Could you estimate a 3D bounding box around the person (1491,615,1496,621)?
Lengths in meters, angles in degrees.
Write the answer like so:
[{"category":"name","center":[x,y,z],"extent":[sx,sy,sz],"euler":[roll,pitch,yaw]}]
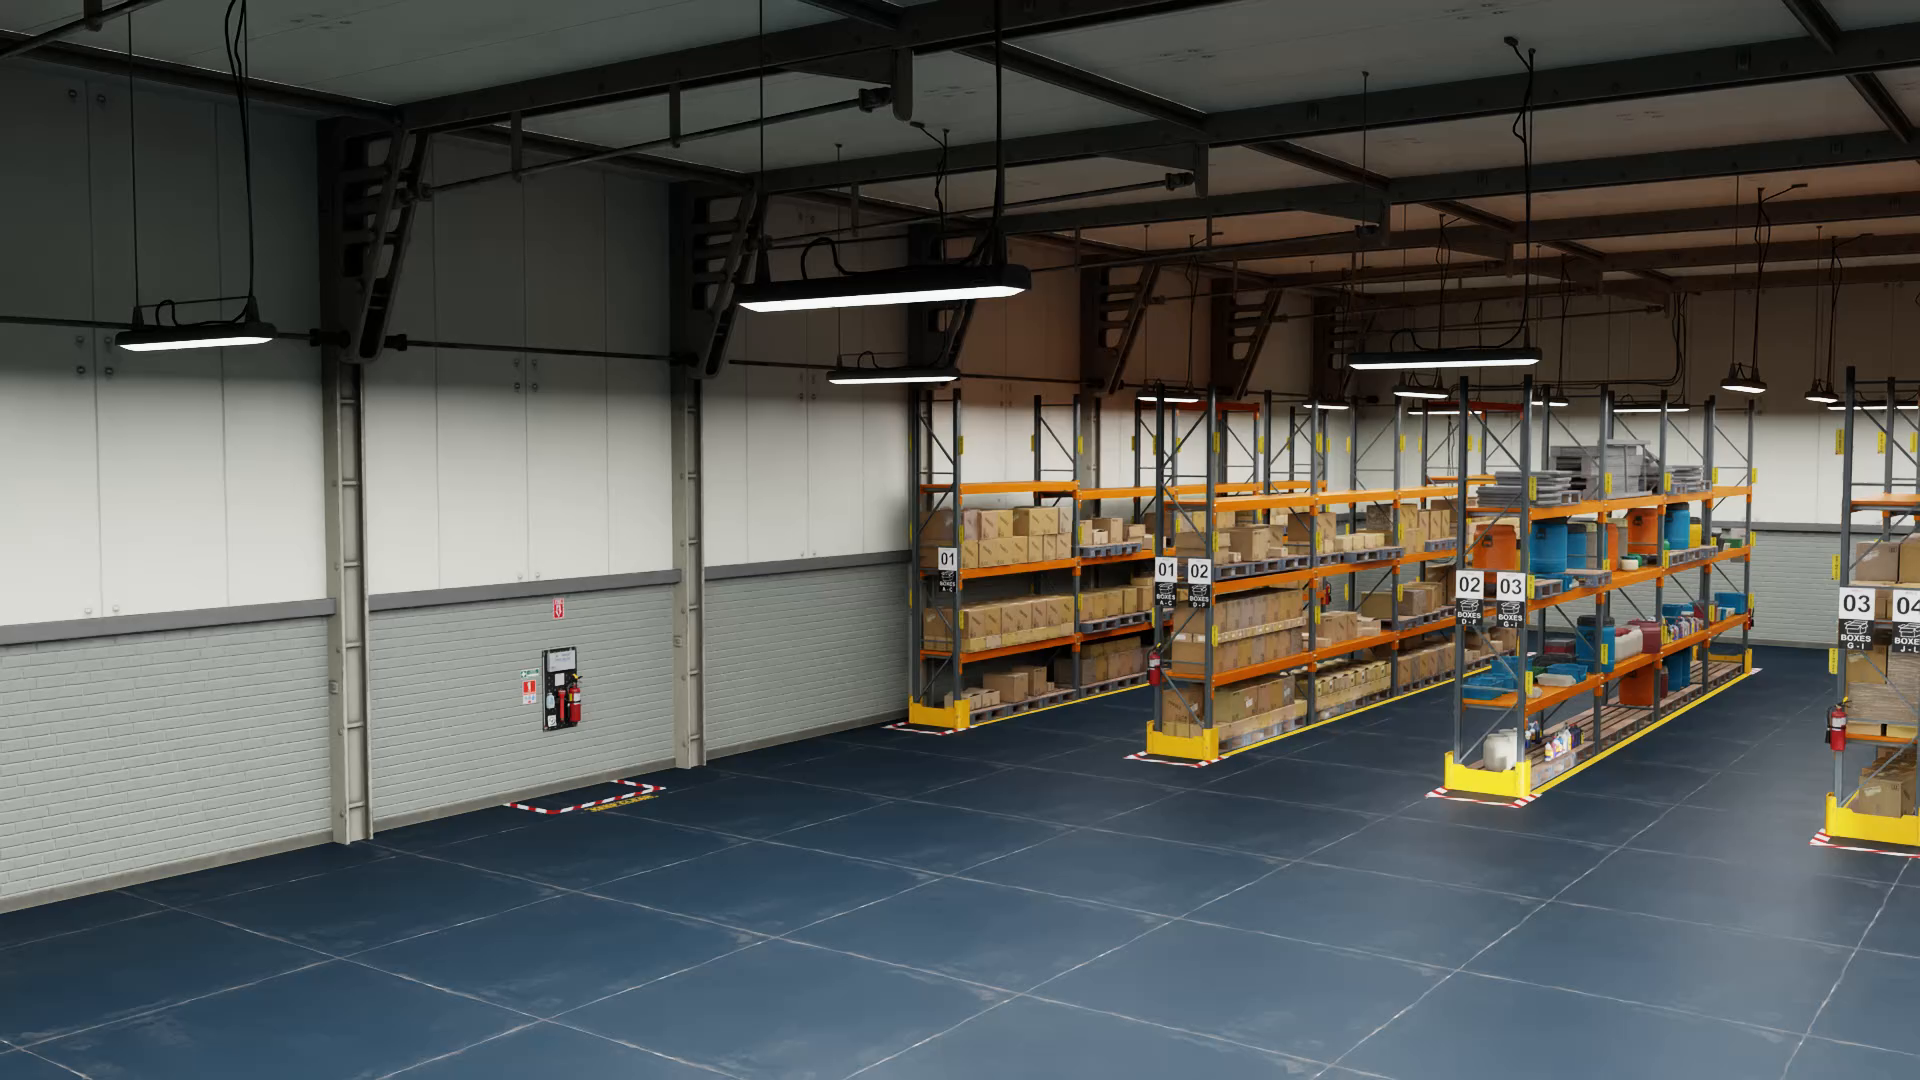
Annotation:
[{"category":"person","center":[13.457,1.793,41.097],"extent":[0.547,1.722,0.972],"euler":[-1,4,-24]}]
